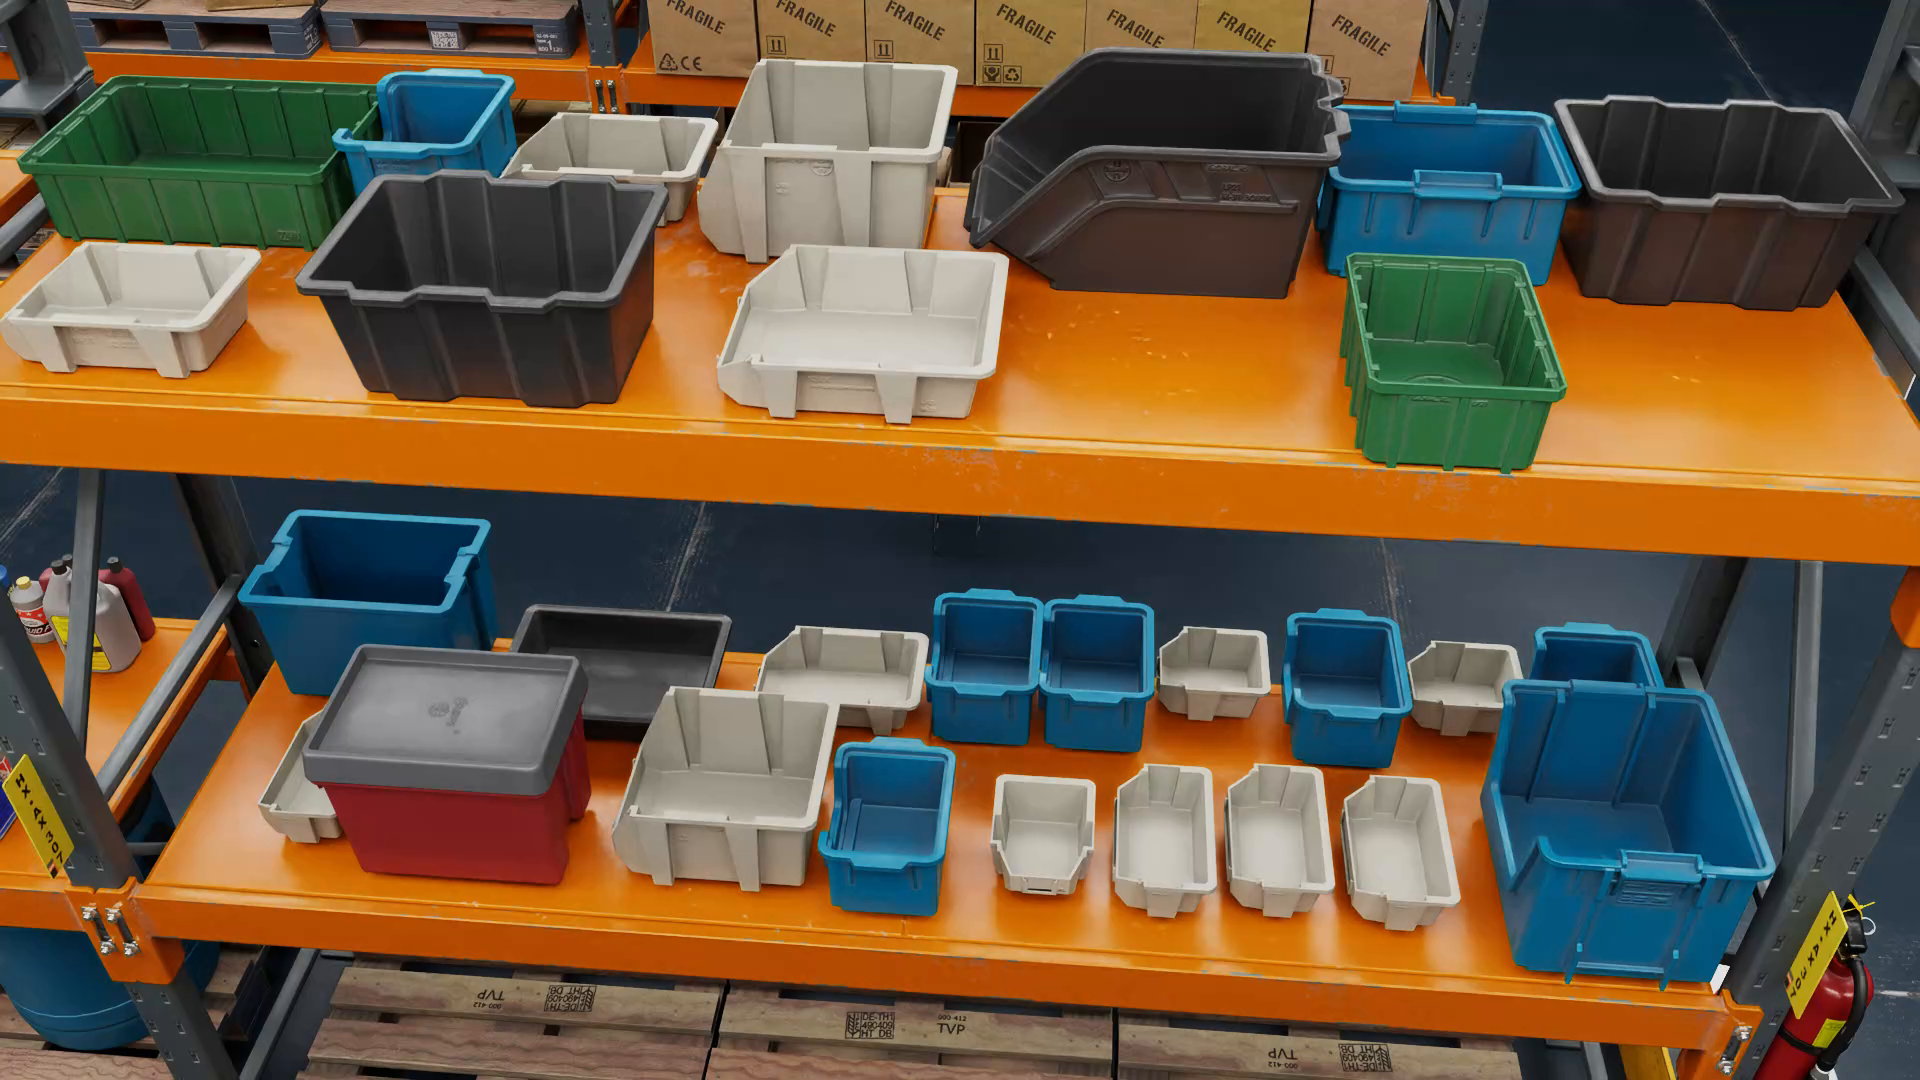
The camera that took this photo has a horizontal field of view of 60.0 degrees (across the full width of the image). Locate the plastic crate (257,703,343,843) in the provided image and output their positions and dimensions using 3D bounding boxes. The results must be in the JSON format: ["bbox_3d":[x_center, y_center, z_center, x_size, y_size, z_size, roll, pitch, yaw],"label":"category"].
[{"bbox_3d":[-1.637,0.601,4.297,0.243,0.136,0.396,3,39,4],"label":"plastic crate"}]

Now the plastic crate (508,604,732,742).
[{"bbox_3d":[-0.950,0.382,4.575,0.590,0.125,0.437,3,39,4],"label":"plastic crate"}]

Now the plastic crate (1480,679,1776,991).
[{"bbox_3d":[1.547,0.687,3.955,0.499,0.435,0.616,3,39,4],"label":"plastic crate"}]

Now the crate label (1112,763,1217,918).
[{"bbox_3d":[0.501,0.748,4.116,0.243,0.136,0.396,3,39,4],"label":"crate label"}]

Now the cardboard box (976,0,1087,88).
[{"bbox_3d":[0.342,-2.467,7.825,0.500,0.500,0.500,3,39,3],"label":"cardboard box"}]

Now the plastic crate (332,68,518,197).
[{"bbox_3d":[-1.154,-0.843,3.666,0.300,0.233,0.416,3,39,4],"label":"plastic crate"}]

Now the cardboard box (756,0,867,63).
[{"bbox_3d":[-0.663,-2.522,7.893,0.500,0.500,0.500,4,39,5],"label":"cardboard box"}]

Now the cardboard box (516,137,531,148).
[{"bbox_3d":[-2.174,-1.756,8.663,0.500,0.500,0.500,3,39,4],"label":"cardboard box"}]

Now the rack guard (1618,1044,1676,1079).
[{"bbox_3d":[1.922,1.587,4.904,0.348,0.500,1.175,3,39,4],"label":"rack guard"}]

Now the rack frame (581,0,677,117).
[{"bbox_3d":[-1.658,-2.708,8.201,0.127,3.000,1.000,3,39,4],"label":"rack frame"}]

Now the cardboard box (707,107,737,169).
[{"bbox_3d":[-1.065,-2.057,9.033,0.500,0.500,0.500,3,39,4],"label":"cardboard box"}]

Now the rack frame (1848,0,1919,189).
[{"bbox_3d":[1.896,-1.702,2.213,0.127,3.000,1.000,3,39,4],"label":"rack frame"}]

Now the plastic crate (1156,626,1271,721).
[{"bbox_3d":[0.691,0.377,4.573,0.298,0.136,0.250,3,39,4],"label":"plastic crate"}]

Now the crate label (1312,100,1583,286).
[{"bbox_3d":[1.005,-0.735,3.518,0.502,0.251,0.408,3,39,4],"label":"crate label"}]

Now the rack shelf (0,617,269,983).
[{"bbox_3d":[-4.081,0.577,4.735,4.000,0.370,1.077,3,39,4],"label":"rack shelf"}]

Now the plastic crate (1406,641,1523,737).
[{"bbox_3d":[1.366,0.413,4.527,0.298,0.136,0.250,3,39,4],"label":"plastic crate"}]

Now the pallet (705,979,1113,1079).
[{"bbox_3d":[-0.134,1.569,5.156,1.213,0.211,1.003,3,39,4],"label":"pallet"}]

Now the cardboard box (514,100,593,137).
[{"bbox_3d":[-2.118,-2.089,9.072,0.500,0.500,0.500,1,39,2],"label":"cardboard box"}]

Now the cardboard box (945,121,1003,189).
[{"bbox_3d":[0.215,-1.812,8.729,0.637,0.503,0.797,3,39,4],"label":"cardboard box"}]

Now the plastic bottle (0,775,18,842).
[{"bbox_3d":[-2.509,0.637,4.190,0.135,0.276,0.152,3,39,4],"label":"plastic bottle"}]

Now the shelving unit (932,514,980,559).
[{"bbox_3d":[-0.014,-0.466,6.872,0.189,1.200,0.258,3,39,4],"label":"shelving unit"}]

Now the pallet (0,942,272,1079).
[{"bbox_3d":[-2.854,1.420,5.338,1.213,0.211,1.003,3,39,4],"label":"pallet"}]

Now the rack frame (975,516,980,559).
[{"bbox_3d":[0.077,-0.461,6.866,0.006,1.200,0.240,3,39,4],"label":"rack frame"}]

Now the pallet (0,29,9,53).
[{"bbox_3d":[-4.961,-2.859,8.538,1.003,0.211,1.213,3,39,4],"label":"pallet"}]

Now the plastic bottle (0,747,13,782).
[{"bbox_3d":[-2.517,0.586,4.311,0.097,0.201,0.097,0,39,0],"label":"plastic bottle"}]

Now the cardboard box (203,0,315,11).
[{"bbox_3d":[-3.423,-2.967,8.108,0.500,0.500,0.700,-6,40,-8],"label":"cardboard box"}]

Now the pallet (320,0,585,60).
[{"bbox_3d":[-2.444,-2.746,8.400,1.213,0.211,1.003,3,39,4],"label":"pallet"}]

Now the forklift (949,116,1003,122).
[{"bbox_3d":[0.273,-4.087,9.949,3.031,2.935,1.130,4,39,4],"label":"forklift"}]

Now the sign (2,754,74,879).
[{"bbox_3d":[-2.138,0.645,3.862,0.005,0.325,0.100,3,39,4],"label":"sign"}]

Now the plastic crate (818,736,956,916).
[{"bbox_3d":[-0.172,0.716,4.080,0.300,0.233,0.416,3,39,4],"label":"plastic crate"}]

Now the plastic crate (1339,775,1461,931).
[{"bbox_3d":[1.068,0.773,4.086,0.243,0.136,0.396,3,39,4],"label":"plastic crate"}]

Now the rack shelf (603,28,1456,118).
[{"bbox_3d":[0.335,-2.321,8.295,4.000,0.370,1.077,3,39,4],"label":"rack shelf"}]

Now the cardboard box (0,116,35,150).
[{"bbox_3d":[-5.214,-1.923,8.868,0.500,0.500,0.500,5,39,6],"label":"cardboard box"}]

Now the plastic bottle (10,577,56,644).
[{"bbox_3d":[-2.667,0.193,4.794,0.097,0.201,0.097,0,39,0],"label":"plastic bottle"}]

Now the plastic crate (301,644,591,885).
[{"bbox_3d":[-1.221,0.565,4.082,0.583,0.464,0.402,3,39,4],"label":"plastic crate"}]

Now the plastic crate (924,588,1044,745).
[{"bbox_3d":[0.068,0.358,4.520,0.300,0.233,0.416,3,39,4],"label":"plastic crate"}]

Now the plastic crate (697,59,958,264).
[{"bbox_3d":[-0.285,-0.808,3.584,0.530,0.282,0.437,3,39,4],"label":"plastic crate"}]

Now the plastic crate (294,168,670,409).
[{"bbox_3d":[-0.875,-0.466,3.174,0.590,0.269,0.497,3,39,4],"label":"plastic crate"}]

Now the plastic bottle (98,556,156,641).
[{"bbox_3d":[-2.417,0.164,4.765,0.133,0.283,0.061,3,39,4],"label":"plastic bottle"}]

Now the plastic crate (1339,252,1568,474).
[{"bbox_3d":[0.889,-0.331,3.072,0.336,0.188,0.450,3,39,4],"label":"plastic crate"}]

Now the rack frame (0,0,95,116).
[{"bbox_3d":[-2.089,-1.920,2.480,0.127,3.000,1.000,3,39,4],"label":"rack frame"}]

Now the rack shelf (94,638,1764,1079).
[{"bbox_3d":[-0.096,0.795,4.468,4.000,0.370,1.077,3,39,4],"label":"rack shelf"}]

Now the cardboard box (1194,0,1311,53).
[{"bbox_3d":[1.341,-2.409,7.754,0.500,0.500,0.500,3,39,4],"label":"cardboard box"}]
